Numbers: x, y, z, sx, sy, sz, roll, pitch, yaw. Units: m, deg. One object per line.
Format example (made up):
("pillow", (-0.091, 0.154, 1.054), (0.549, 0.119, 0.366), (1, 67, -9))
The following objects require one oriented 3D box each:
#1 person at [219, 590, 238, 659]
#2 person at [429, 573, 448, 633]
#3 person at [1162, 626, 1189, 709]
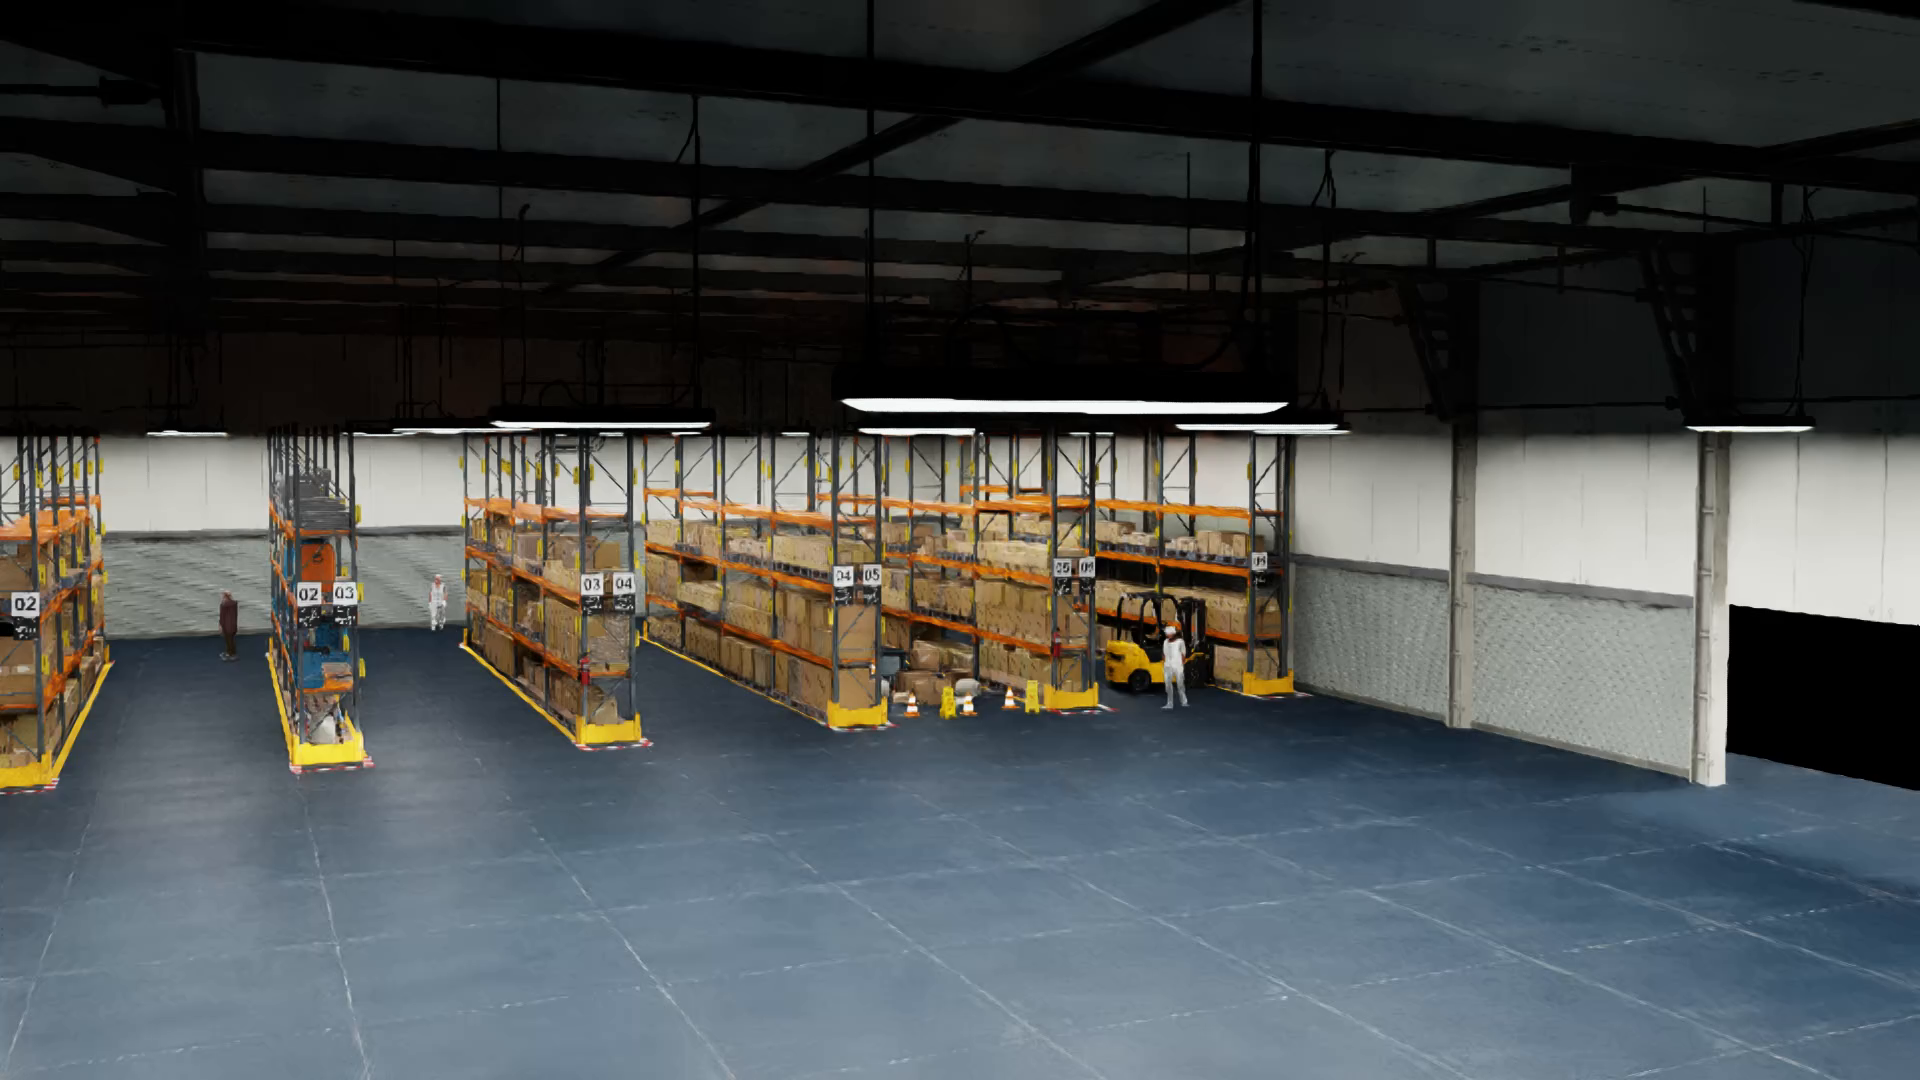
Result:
("person", (-19.041, 2.176, 43.219), (0.620, 1.776, 0.674), (1, 4, 10))
("person", (-15.414, 1.846, 49.163), (0.533, 1.728, 1.036), (-1, 4, -15))
("person", (4.543, 2.692, 35.228), (0.578, 1.782, 0.624), (2, 4, 33))
